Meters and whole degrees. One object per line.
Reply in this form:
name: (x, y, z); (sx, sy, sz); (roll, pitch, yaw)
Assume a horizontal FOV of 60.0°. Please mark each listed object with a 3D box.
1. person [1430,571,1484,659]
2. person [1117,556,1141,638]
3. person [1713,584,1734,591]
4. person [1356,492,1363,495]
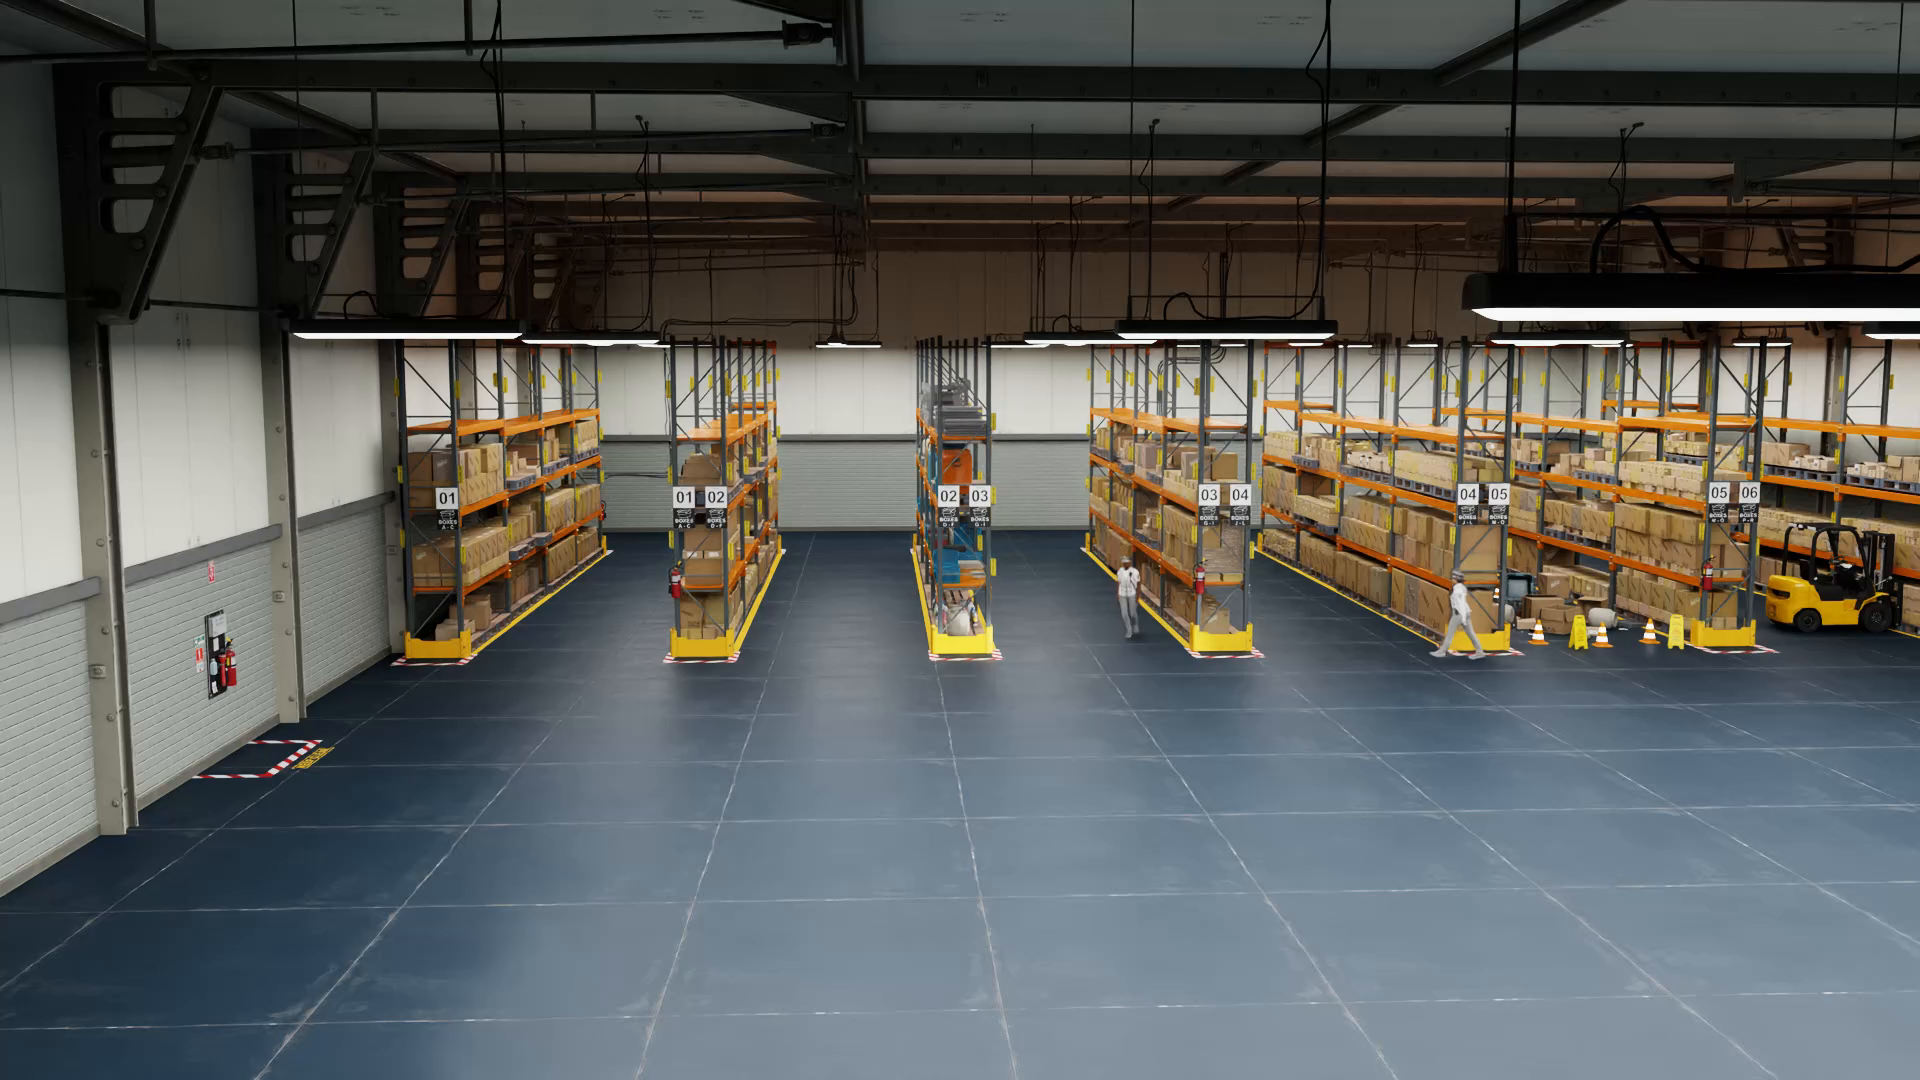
person: (9.304, 1.378, 30.942); (0.987, 1.613, 0.513); (5, 8, 39)
person: (3.414, 1.117, 33.451); (0.507, 1.655, 0.594); (3, 7, 22)
person: (16.732, 0.769, 36.433); (0.578, 1.663, 0.736); (0, 6, -2)
person: (11.701, -0.611, 48.589); (1.011, 1.588, 0.497); (2, 7, 14)
